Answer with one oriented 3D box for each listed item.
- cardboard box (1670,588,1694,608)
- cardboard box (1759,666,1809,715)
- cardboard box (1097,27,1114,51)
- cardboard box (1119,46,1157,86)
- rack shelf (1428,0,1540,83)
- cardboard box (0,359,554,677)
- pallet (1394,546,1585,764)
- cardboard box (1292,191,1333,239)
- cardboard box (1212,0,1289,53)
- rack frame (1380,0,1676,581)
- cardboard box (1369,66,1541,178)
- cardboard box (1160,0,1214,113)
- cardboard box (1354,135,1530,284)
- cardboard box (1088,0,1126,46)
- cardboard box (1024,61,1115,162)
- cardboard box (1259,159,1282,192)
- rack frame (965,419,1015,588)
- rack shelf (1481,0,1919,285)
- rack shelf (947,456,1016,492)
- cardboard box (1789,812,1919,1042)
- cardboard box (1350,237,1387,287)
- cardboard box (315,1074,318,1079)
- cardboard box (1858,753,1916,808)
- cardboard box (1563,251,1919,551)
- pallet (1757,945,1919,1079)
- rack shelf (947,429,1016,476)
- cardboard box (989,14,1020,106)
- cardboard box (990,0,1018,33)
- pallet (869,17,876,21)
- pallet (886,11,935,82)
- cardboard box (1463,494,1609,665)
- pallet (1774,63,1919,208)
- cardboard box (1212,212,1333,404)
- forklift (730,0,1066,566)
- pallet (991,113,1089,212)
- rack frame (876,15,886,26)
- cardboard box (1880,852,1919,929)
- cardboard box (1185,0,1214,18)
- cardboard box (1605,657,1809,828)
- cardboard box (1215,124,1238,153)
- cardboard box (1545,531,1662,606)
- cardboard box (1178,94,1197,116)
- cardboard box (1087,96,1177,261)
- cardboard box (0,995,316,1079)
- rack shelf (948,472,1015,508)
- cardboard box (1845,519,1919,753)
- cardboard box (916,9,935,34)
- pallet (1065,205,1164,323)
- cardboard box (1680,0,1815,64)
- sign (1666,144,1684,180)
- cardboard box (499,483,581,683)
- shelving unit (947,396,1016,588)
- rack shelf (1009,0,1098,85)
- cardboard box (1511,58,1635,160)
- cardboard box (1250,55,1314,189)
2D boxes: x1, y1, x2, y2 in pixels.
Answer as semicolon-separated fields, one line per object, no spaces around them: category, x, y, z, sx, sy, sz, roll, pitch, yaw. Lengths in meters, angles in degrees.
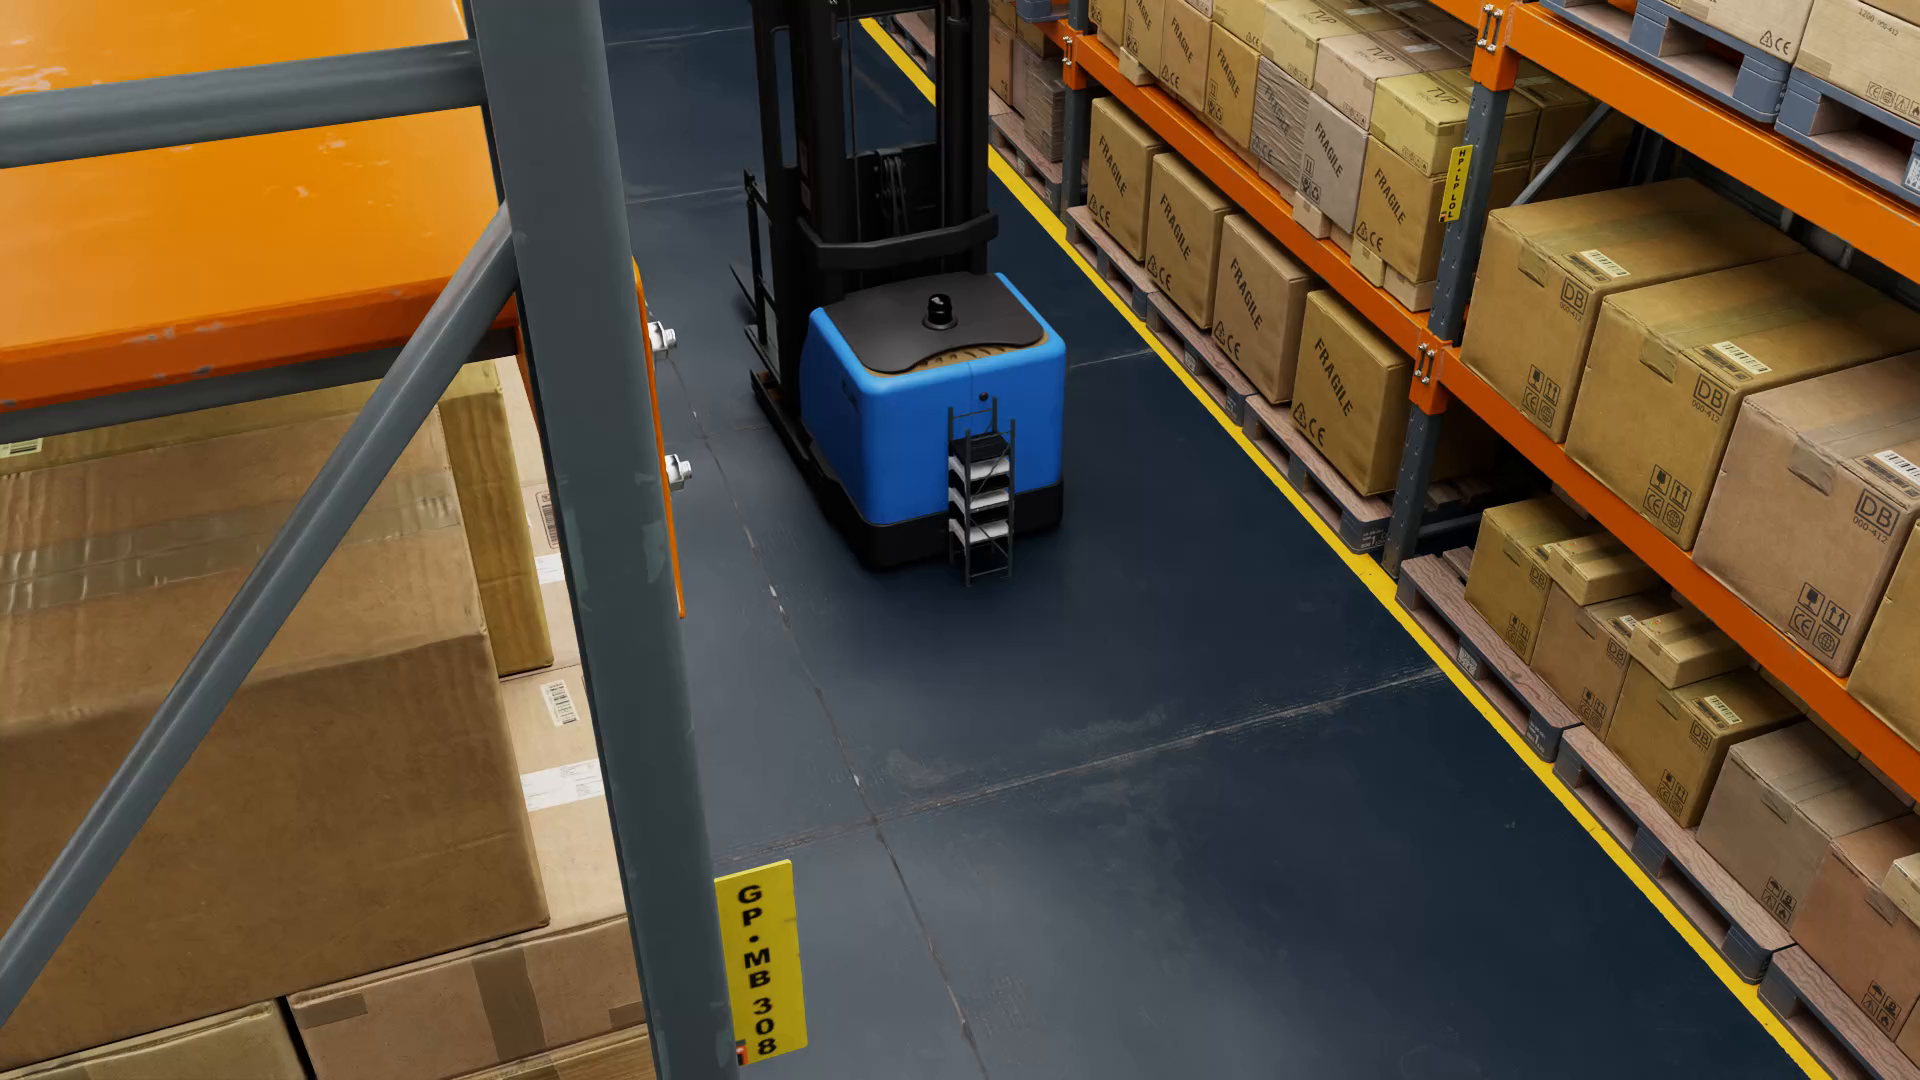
cardboard box;3.105;0.198;6.683;0.380;0.149;0.250;-14;39;-17
cardboard box;3.281;0.487;6.300;0.380;0.149;0.250;-13;39;-17
cardboard box;1.053;-3.073;10.029;0.380;0.149;0.250;-13;39;-17
cardboard box;1.143;-2.761;9.615;0.380;0.149;0.250;-11;38;-15
rack shelf;1.845;-3.180;8.084;1.077;0.370;4.000;-12;39;-16
cardboard box;-1.025;-0.077;2.451;0.700;0.500;0.500;-12;39;-16
pallet;2.722;0.420;7.517;1.003;0.211;1.213;-12;39;-16
cardboard box;1.849;-1.610;8.087;0.380;0.149;0.250;-12;39;-16
cardboard box;1.614;-2.684;8.350;0.500;0.250;0.500;-13;39;-17
rack frame;2.533;-1.140;7.270;1.000;3.000;0.127;-12;39;-16
cardboard box;2.132;-1.817;7.199;0.500;0.250;0.500;-12;38;-15
cardboard box;1.425;-2.660;8.942;0.500;0.500;0.500;-13;39;-16
cardboard box;2.138;-1.515;7.421;0.500;0.500;0.500;-13;39;-17
cardboard box;1.084;-3.239;9.710;0.500;0.500;0.500;-11;38;-15
cardboard box;0.860;-2.973;11.415;0.700;0.500;0.500;-12;39;-15
cardboard box;1.755;-1.907;8.480;0.380;0.149;0.250;-13;39;-17
rack frame;0.137;-0.158;7.712;0.240;0.900;0.006;-14;39;-18
rack shelf;3.222;-0.921;5.084;1.077;0.370;4.000;-12;39;-16
rack shelf;0.099;-0.332;7.698;0.258;0.077;0.200;-14;39;-18
cardboard box;3.403;1.293;5.769;0.700;0.500;0.500;-13;39;-16
cardboard box;2.042;-1.318;7.698;0.380;0.149;0.250;-12;39;-15
cardboard box;-1.164;0.774;2.361;0.500;0.250;0.500;-12;39;-16
cardboard box;3.457;0.775;5.918;0.380;0.149;0.250;-12;39;-15
cardboard box;2.951;-0.536;6.220;0.980;0.700;0.700;-13;39;-17
pallet;3.561;1.798;5.687;1.003;0.211;1.213;-12;39;-16
rack shelf;0.099;-0.403;7.644;0.258;0.077;0.200;-14;39;-18
cardboard box;0.594;-3.563;12.199;0.700;0.500;0.500;-13;39;-16
cardboard box;0.541;-3.897;12.019;0.500;0.250;0.500;-13;39;-16
pallet;-0.484;-4.917;14.603;1.003;0.211;1.213;-12;39;-16
pallet;0.050;-4.106;13.525;1.003;0.211;1.213;-12;39;-16
cardboard box;2.694;0.135;7.307;0.700;0.500;0.500;-12;39;-15
pallet;3.221;-1.150;4.864;1.003;0.211;1.213;-12;39;-16
cardboard box;1.879;-1.291;8.908;0.750;0.750;0.750;-11;38;-15
forklift;-0.517;-1.929;8.375;1.130;2.935;3.031;-14;39;-18
pallet;0.889;-2.727;11.695;1.003;0.211;1.213;-12;39;-16
rack frame;-0.220;-5.659;13.270;1.000;3.000;0.127;-12;39;-16
cardboard box;3.271;1.138;5.436;0.380;0.149;0.250;-11;38;-15
cardboard box;1.432;-2.971;8.731;0.500;0.250;0.500;-12;39;-16
cardboard box;3.039;0.709;6.544;0.700;0.500;0.500;-12;39;-15
cardboard box;1.591;-2.209;8.882;0.380;0.149;0.250;-12;39;-16
cardboard box;2.641;0.107;6.805;0.380;0.149;0.250;-11;38;-14
cardboard box;1.443;-2.500;9.268;0.380;0.149;0.250;-12;39;-15
cardboard box;1.287;-2.266;10.203;0.750;0.750;0.750;-13;39;-17
cardboard box;-1.156;0.572;2.213;0.500;0.250;0.500;-12;39;-16
rack shelf;0.099;-0.260;7.753;0.258;0.077;0.200;-14;39;-18
cardboard box;3.464;0.305;5.102;0.980;0.700;0.700;-13;39;-16
cardboard box;0.049;-4.424;13.342;0.700;0.500;0.500;-11;38;-14
pallet;1.357;-1.825;10.497;1.003;0.211;1.213;-12;39;-16
cardboard box;2.686;-1.750;5.280;0.500;0.250;0.500;-13;39;-17
sign;3.054;-1.633;7.140;0.100;0.325;0.005;-12;39;-16
cardboard box;-0.838;0.182;2.732;0.500;0.250;0.500;-12;39;-16
shelving unit;0.099;-0.214;7.787;0.258;0.900;0.210;-14;39;-18
rack shelf;0.469;-4.242;11.986;1.077;0.370;4.000;-12;39;-16
cardboard box;2.620;-1.920;7.336;0.500;0.250;0.500;-11;38;-15
cardboard box;1.788;-2.087;8.180;0.500;0.500;0.500;-12;39;-16
